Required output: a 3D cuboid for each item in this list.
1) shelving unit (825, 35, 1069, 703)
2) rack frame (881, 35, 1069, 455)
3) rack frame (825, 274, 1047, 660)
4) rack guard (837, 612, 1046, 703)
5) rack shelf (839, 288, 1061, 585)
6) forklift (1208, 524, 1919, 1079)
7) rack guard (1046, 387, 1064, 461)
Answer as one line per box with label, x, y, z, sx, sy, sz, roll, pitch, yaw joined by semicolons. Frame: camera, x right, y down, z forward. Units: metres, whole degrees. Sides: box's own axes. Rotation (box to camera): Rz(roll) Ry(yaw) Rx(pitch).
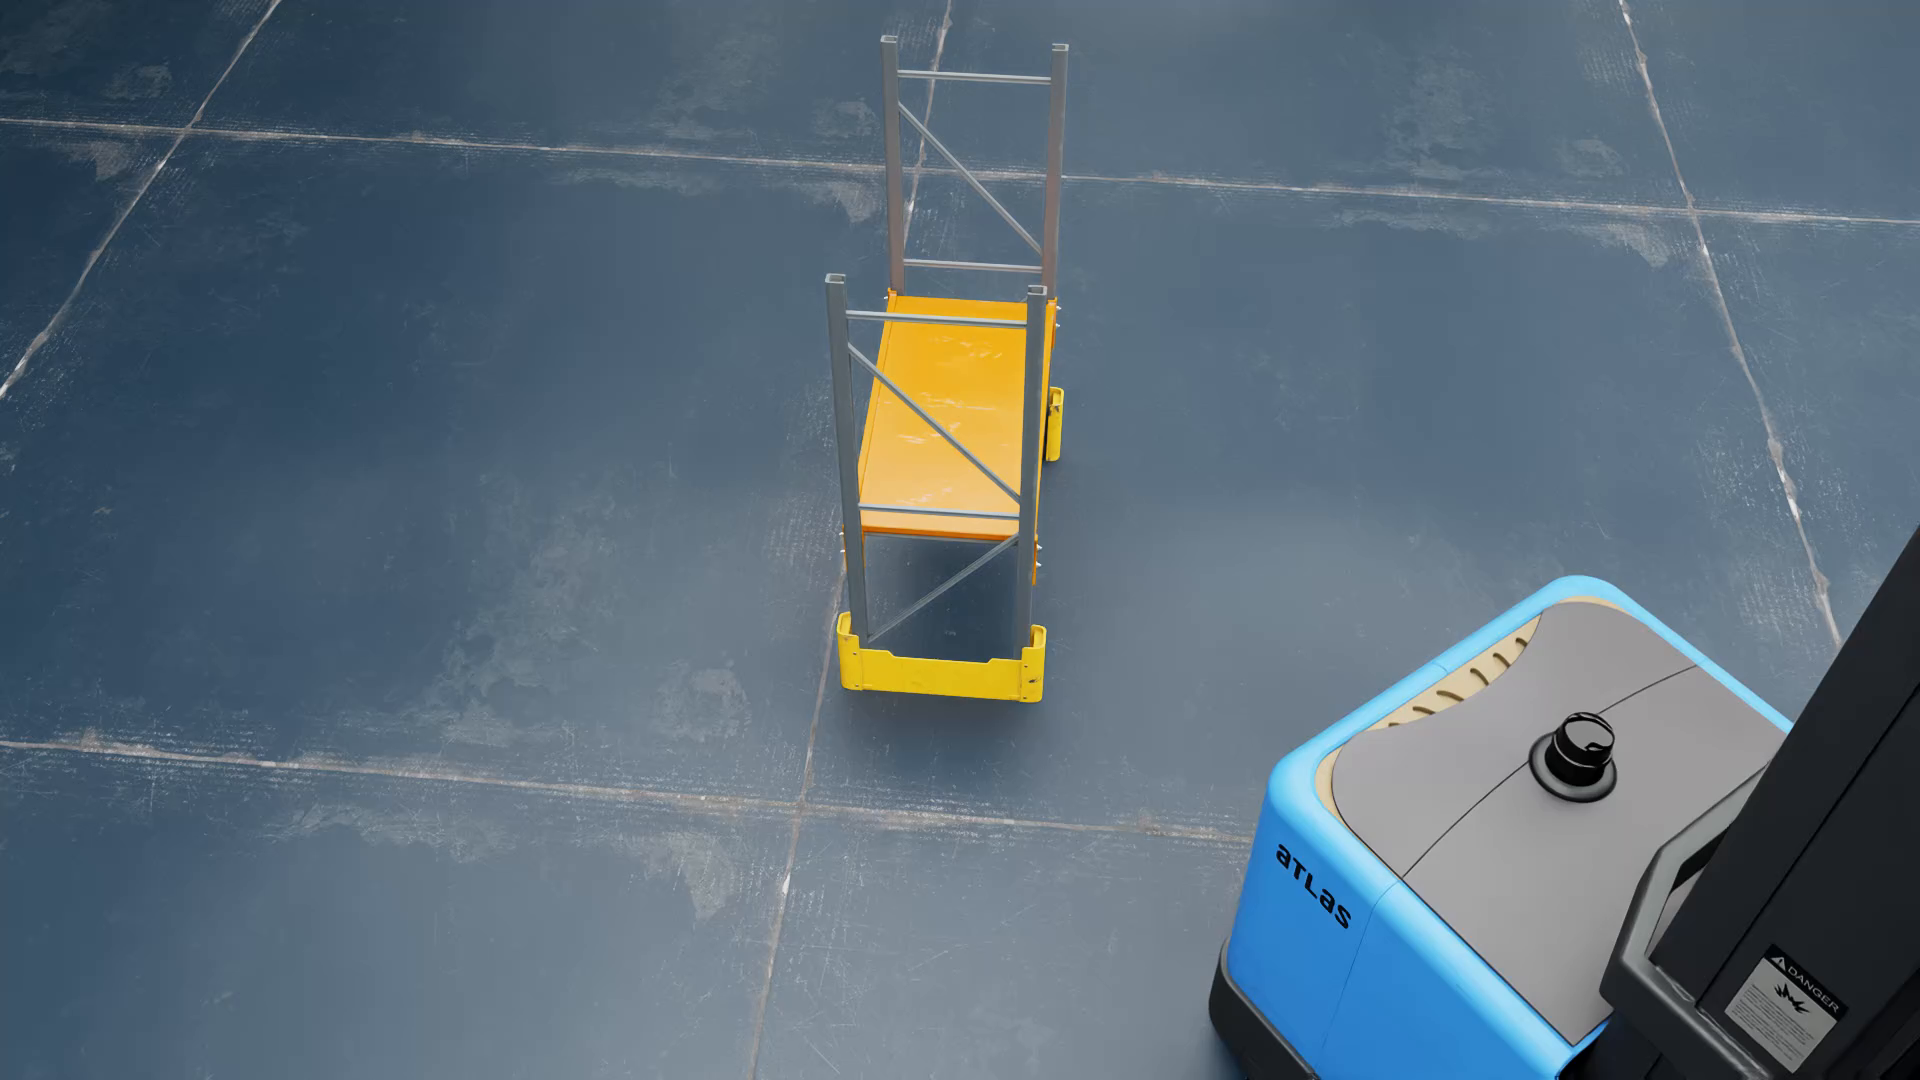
shelving unit;-0.007;-0.450;4.645;0.587;1.500;1.083;4;48;4
rack frame;0.039;-0.817;4.981;0.500;1.500;0.032;4;48;4
rack frame;-0.054;-0.070;4.298;0.500;1.500;0.032;4;48;4
rack guard;-0.052;0.338;4.772;0.587;0.250;0.087;4;48;4
rack shelf;-0.008;-0.322;4.772;0.538;0.185;1.000;4;48;4
forklift;1.879;0.882;2.457;1.130;2.935;3.031;-28;53;-23
rack guard;0.038;-0.394;5.441;0.587;0.250;0.087;4;48;4
